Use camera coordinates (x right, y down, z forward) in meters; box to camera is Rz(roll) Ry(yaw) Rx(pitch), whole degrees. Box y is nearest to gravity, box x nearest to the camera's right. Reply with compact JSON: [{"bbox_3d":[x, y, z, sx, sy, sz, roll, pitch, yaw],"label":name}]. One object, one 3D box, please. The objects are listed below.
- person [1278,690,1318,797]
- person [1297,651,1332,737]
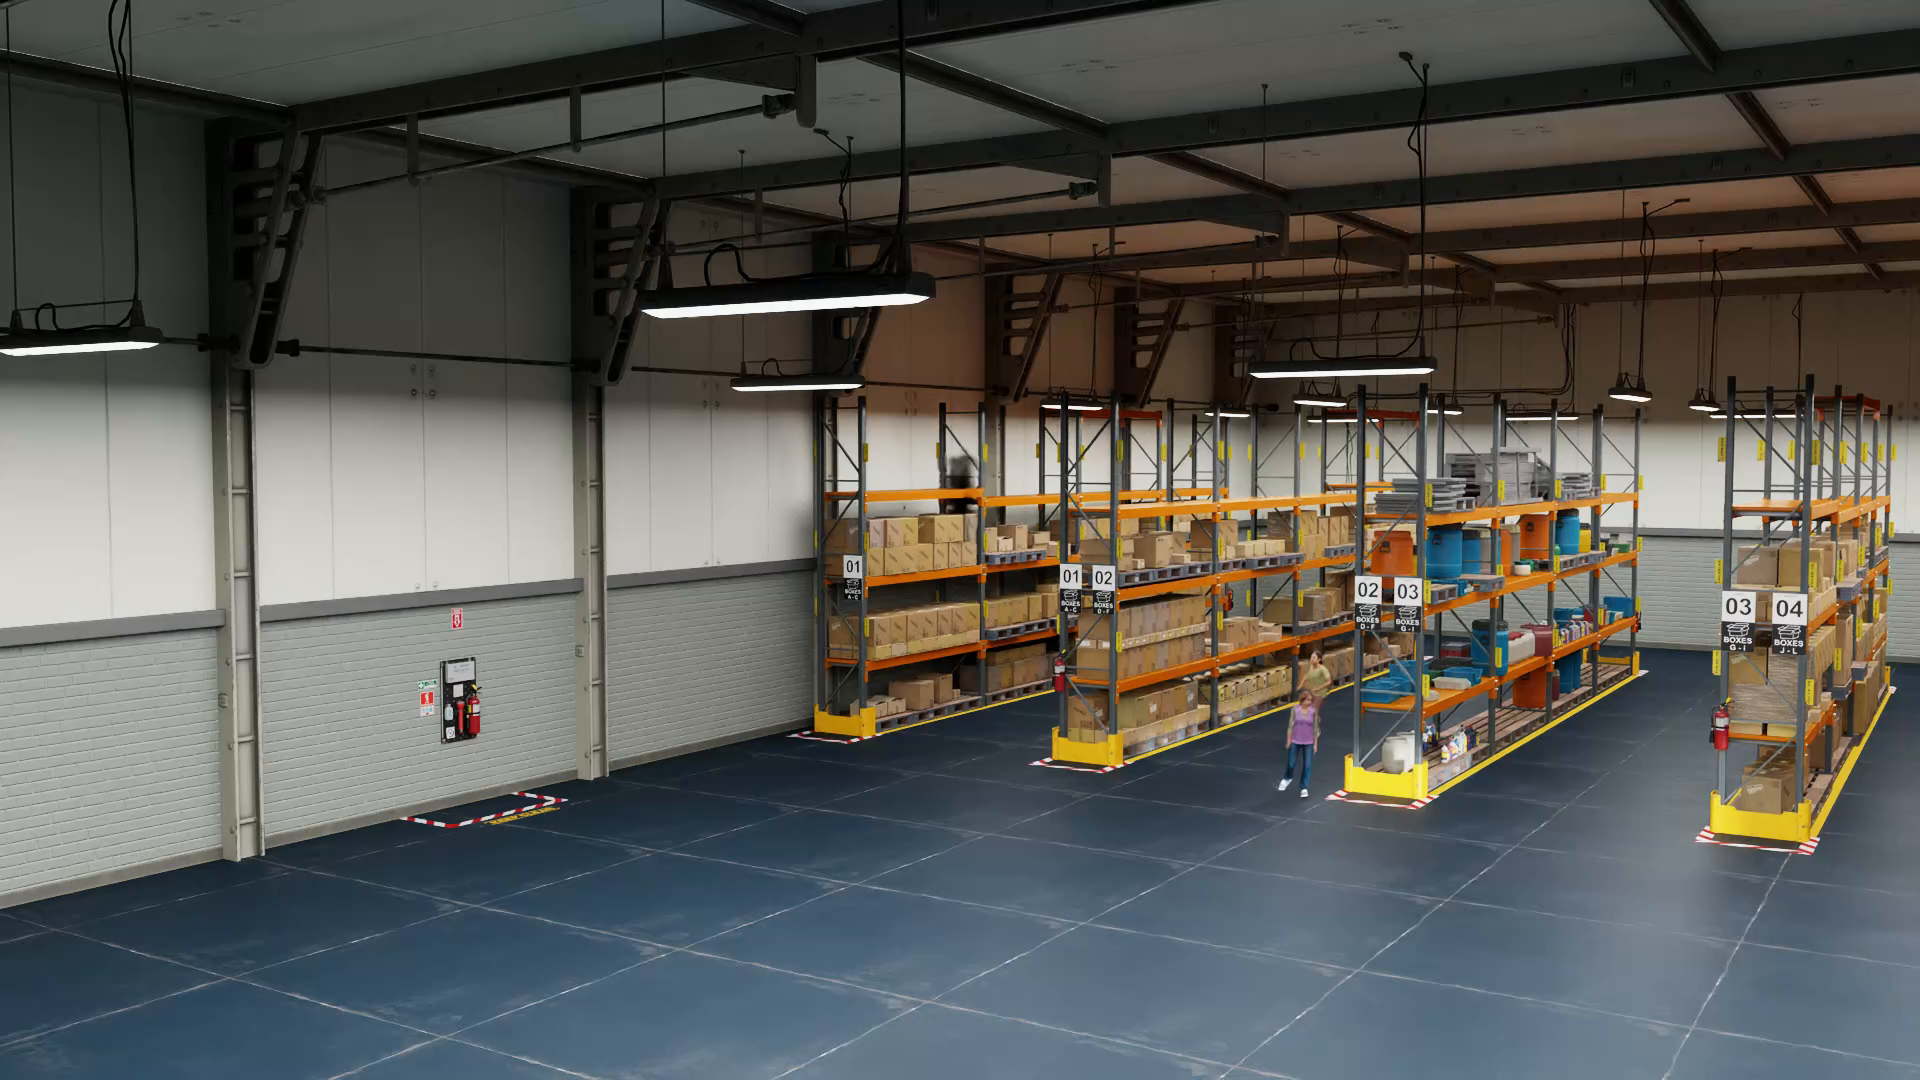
[{"bbox_3d":[4.927,2.947,24.203,0.542,1.573,0.500,0,3,2],"label":"person"},{"bbox_3d":[6.234,2.709,29.079,0.670,1.583,0.541,3,4,43],"label":"person"}]
